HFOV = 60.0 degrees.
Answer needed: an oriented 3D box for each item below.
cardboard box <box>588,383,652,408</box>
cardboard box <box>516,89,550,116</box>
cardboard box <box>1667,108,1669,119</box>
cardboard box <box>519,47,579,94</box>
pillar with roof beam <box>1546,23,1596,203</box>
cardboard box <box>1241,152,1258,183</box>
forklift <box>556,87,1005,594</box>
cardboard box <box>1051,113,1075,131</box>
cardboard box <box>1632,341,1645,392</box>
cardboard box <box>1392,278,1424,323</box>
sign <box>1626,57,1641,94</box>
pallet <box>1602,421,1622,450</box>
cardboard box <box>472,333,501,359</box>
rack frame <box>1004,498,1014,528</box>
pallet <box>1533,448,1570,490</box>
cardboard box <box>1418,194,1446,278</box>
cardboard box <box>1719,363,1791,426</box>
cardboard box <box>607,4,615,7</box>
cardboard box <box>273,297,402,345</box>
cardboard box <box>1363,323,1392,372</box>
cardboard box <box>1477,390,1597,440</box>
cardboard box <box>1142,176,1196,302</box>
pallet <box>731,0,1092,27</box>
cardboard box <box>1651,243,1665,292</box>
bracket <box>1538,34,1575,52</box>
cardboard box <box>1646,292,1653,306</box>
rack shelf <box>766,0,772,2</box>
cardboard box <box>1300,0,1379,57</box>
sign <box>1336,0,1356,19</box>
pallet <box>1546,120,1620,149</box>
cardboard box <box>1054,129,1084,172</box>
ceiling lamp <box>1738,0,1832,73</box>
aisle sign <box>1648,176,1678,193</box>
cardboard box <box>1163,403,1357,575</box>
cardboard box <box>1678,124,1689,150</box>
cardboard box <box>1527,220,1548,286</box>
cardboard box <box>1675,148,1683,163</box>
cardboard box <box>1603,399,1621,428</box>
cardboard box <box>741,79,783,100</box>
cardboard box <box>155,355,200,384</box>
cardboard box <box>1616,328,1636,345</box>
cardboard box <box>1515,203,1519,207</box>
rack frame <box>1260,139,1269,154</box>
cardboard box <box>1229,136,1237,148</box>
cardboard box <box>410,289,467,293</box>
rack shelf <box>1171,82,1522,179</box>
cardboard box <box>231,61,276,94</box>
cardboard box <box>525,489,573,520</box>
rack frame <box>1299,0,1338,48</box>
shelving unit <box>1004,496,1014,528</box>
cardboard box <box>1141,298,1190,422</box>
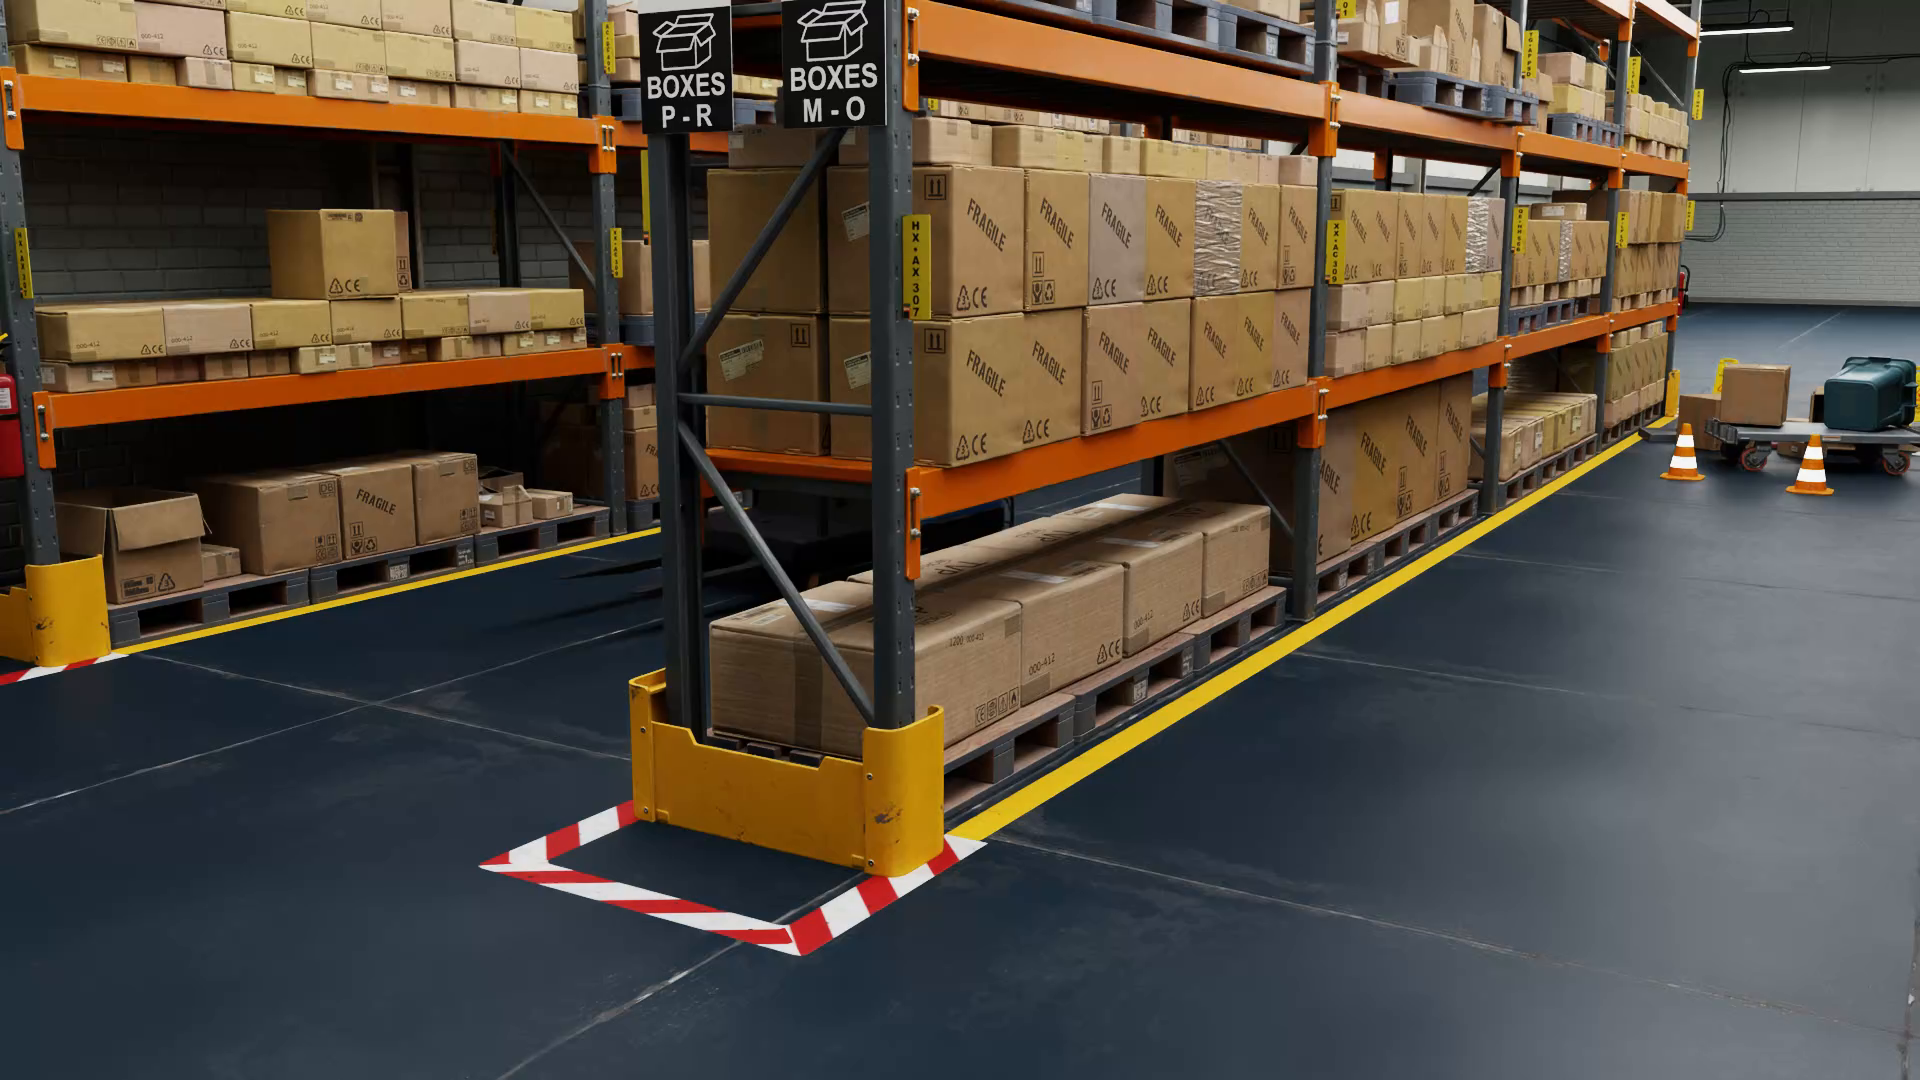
[{"bbox_3d":[-2.413,-1.031,11.806,0.380,0.149,0.250,6,12,30],"label":"cardboard box"},{"bbox_3d":[-2.839,-2.780,10.595,0.380,0.149,0.250,6,12,31],"label":"cardboard box"},{"bbox_3d":[7.317,-4.513,17.687,0.380,0.149,0.250,6,12,31],"label":"cardboard box"},{"bbox_3d":[-2.811,-2.999,10.682,0.500,0.250,0.500,6,12,31],"label":"cardboard box"},{"bbox_3d":[18.463,-9.727,38.874,9.100,9.000,0.548,6,12,31],"label":"pillar with roof beam"},{"bbox_3d":[1.214,-1.789,8.023,0.380,0.149,0.250,6,12,31],"label":"cardboard box"},{"bbox_3d":[-1.013,-1.203,9.829,1.130,2.935,3.031,8,13,37],"label":"forklift"},{"bbox_3d":[0.813,-4.238,16.533,0.500,0.311,0.500,6,12,29],"label":"cardboard box"},{"bbox_3d":[6.698,-1.793,17.089,0.500,0.500,0.500,7,13,34],"label":"cardboard box"},{"bbox_3d":[2.470,-1.454,10.031,0.500,0.250,0.500,7,12,31],"label":"cardboard box"},{"bbox_3d":[6.099,-4.206,15.056,0.100,0.325,0.005,6,12,31],"label":"sign"},{"bbox_3d":[5.941,-1.075,16.535,1.003,0.211,1.213,6,12,31],"label":"pallet"},{"bbox_3d":[-3.115,-1.229,10.465,0.380,0.149,0.250,7,13,32],"label":"cardboard box"},{"bbox_3d":[0.276,-0.639,11.523,0.240,1.200,0.015,8,13,37],"label":"rack frame"},{"bbox_3d":[4.587,-0.650,14.269,1.003,0.211,1.213,6,12,31],"label":"pallet"},{"bbox_3d":[2.709,-1.904,10.396,0.500,0.500,0.500,6,12,30],"label":"cardboard box"},{"bbox_3d":[7.160,-1.314,14.973,0.500,0.500,0.500,6,12,31],"label":"cardboard box"},{"bbox_3d":[-2.566,-3.607,11.670,0.396,0.266,0.258,6,12,31],"label":"cardboard box"},{"bbox_3d":[-3.617,-1.282,9.667,0.500,0.250,0.500,6,12,29],"label":"cardboard box"},{"bbox_3d":[2.191,-1.130,9.659,0.500,0.250,0.500,6,12,29],"label":"cardboard box"},{"bbox_3d":[5.353,-1.168,15.457,0.950,0.372,0.625,7,12,31],"label":"cardboard box"},{"bbox_3d":[0.666,-1.280,7.065,0.500,0.500,0.500,6,12,31],"label":"cardboard box"},{"bbox_3d":[-0.231,-1.997,5.976,1.003,0.211,1.213,6,12,31],"label":"pallet"},{"bbox_3d":[7.127,-2.892,17.586,0.500,0.500,0.500,6,12,30],"label":"cardboard box"},{"bbox_3d":[13.534,-11.404,38.045,0.076,0.066,4.783,6,12,31],"label":"bracket"},{"bbox_3d":[7.084,-2.555,17.546,0.380,0.149,0.250,6,12,30],"label":"cardboard box"},{"bbox_3d":[-1.737,-4.265,12.736,1.077,0.370,4.000,6,12,31],"label":"rack shelf"},{"bbox_3d":[2.028,-2.738,8.915,0.396,0.266,0.258,6,12,30],"label":"cardboard box"},{"bbox_3d":[1.945,-2.793,8.362,0.100,0.325,0.005,6,12,31],"label":"sign"},{"bbox_3d":[5.211,-3.631,14.973,1.213,0.211,1.003,6,12,31],"label":"pallet"},{"bbox_3d":[0.243,-1.459,6.258,0.380,0.149,0.250,6,12,29],"label":"cardboard box"},{"bbox_3d":[19.952,-12.890,39.904,2.000,3.185,0.800,6,12,31],"label":"ceiling lamp"},{"bbox_3d":[7.980,-4.225,18.721,0.394,0.787,0.004,6,12,31],"label":"aisle sign"},{"bbox_3d":[1.723,-0.345,9.694,0.875,0.875,0.875,7,13,32],"label":"cardboard box"},{"bbox_3d":[7.664,-4.406,18.199,0.500,0.250,0.500,6,12,30],"label":"cardboard box"},{"bbox_3d":[4.242,-2.240,12.962,0.500,0.500,0.500,7,13,34],"label":"cardboard box"},{"bbox_3d":[7.652,-4.191,18.135,0.380,0.149,0.250,6,12,31],"label":"cardboard box"},{"bbox_3d":[6.160,-1.258,16.268,0.500,0.250,0.500,6,12,28],"label":"cardboard box"},{"bbox_3d":[-1.504,-3.411,12.557,0.380,0.149,0.250,7,13,32],"label":"cardboard box"},{"bbox_3d":[-4.247,-0.914,8.780,0.380,0.149,0.250,6,12,30],"label":"cardboard box"},{"bbox_3d":[6.541,-2.040,16.646,0.380,0.149,0.250,7,13,33],"label":"cardboard box"},{"bbox_3d":[4.600,-2.836,14.381,0.380,0.149,0.250,7,13,34],"label":"cardboard box"},{"bbox_3d":[3.455,-6.388,21.034,1.000,3.000,0.127,6,12,31],"label":"rack frame"},{"bbox_3d":[3.153,-4.904,20.210,0.396,0.266,0.258,6,12,31],"label":"cardboard box"},{"bbox_3d":[-3.517,-1.492,10.788,0.500,0.250,0.500,6,12,30],"label":"cardboard box"},{"bbox_3d":[2.508,-2.513,10.446,1.077,0.370,4.000,6,12,31],"label":"rack shelf"},{"bbox_3d":[-3.879,-2.455,8.862,0.380,0.149,0.250,6,12,31],"label":"cardboard box"},{"bbox_3d":[-2.813,-0.241,11.111,0.380,0.149,0.250,6,12,29],"label":"cardboard box"},{"bbox_3d":[1.469,-4.027,8.423,1.000,3.000,0.127,6,12,31],"label":"rack frame"},{"bbox_3d":[0.126,-0.604,11.334,0.258,1.200,0.503,8,13,37],"label":"shelving unit"},{"bbox_3d":[0.651,-0.787,7.149,0.500,0.500,0.500,7,13,33],"label":"cardboard box"}]
